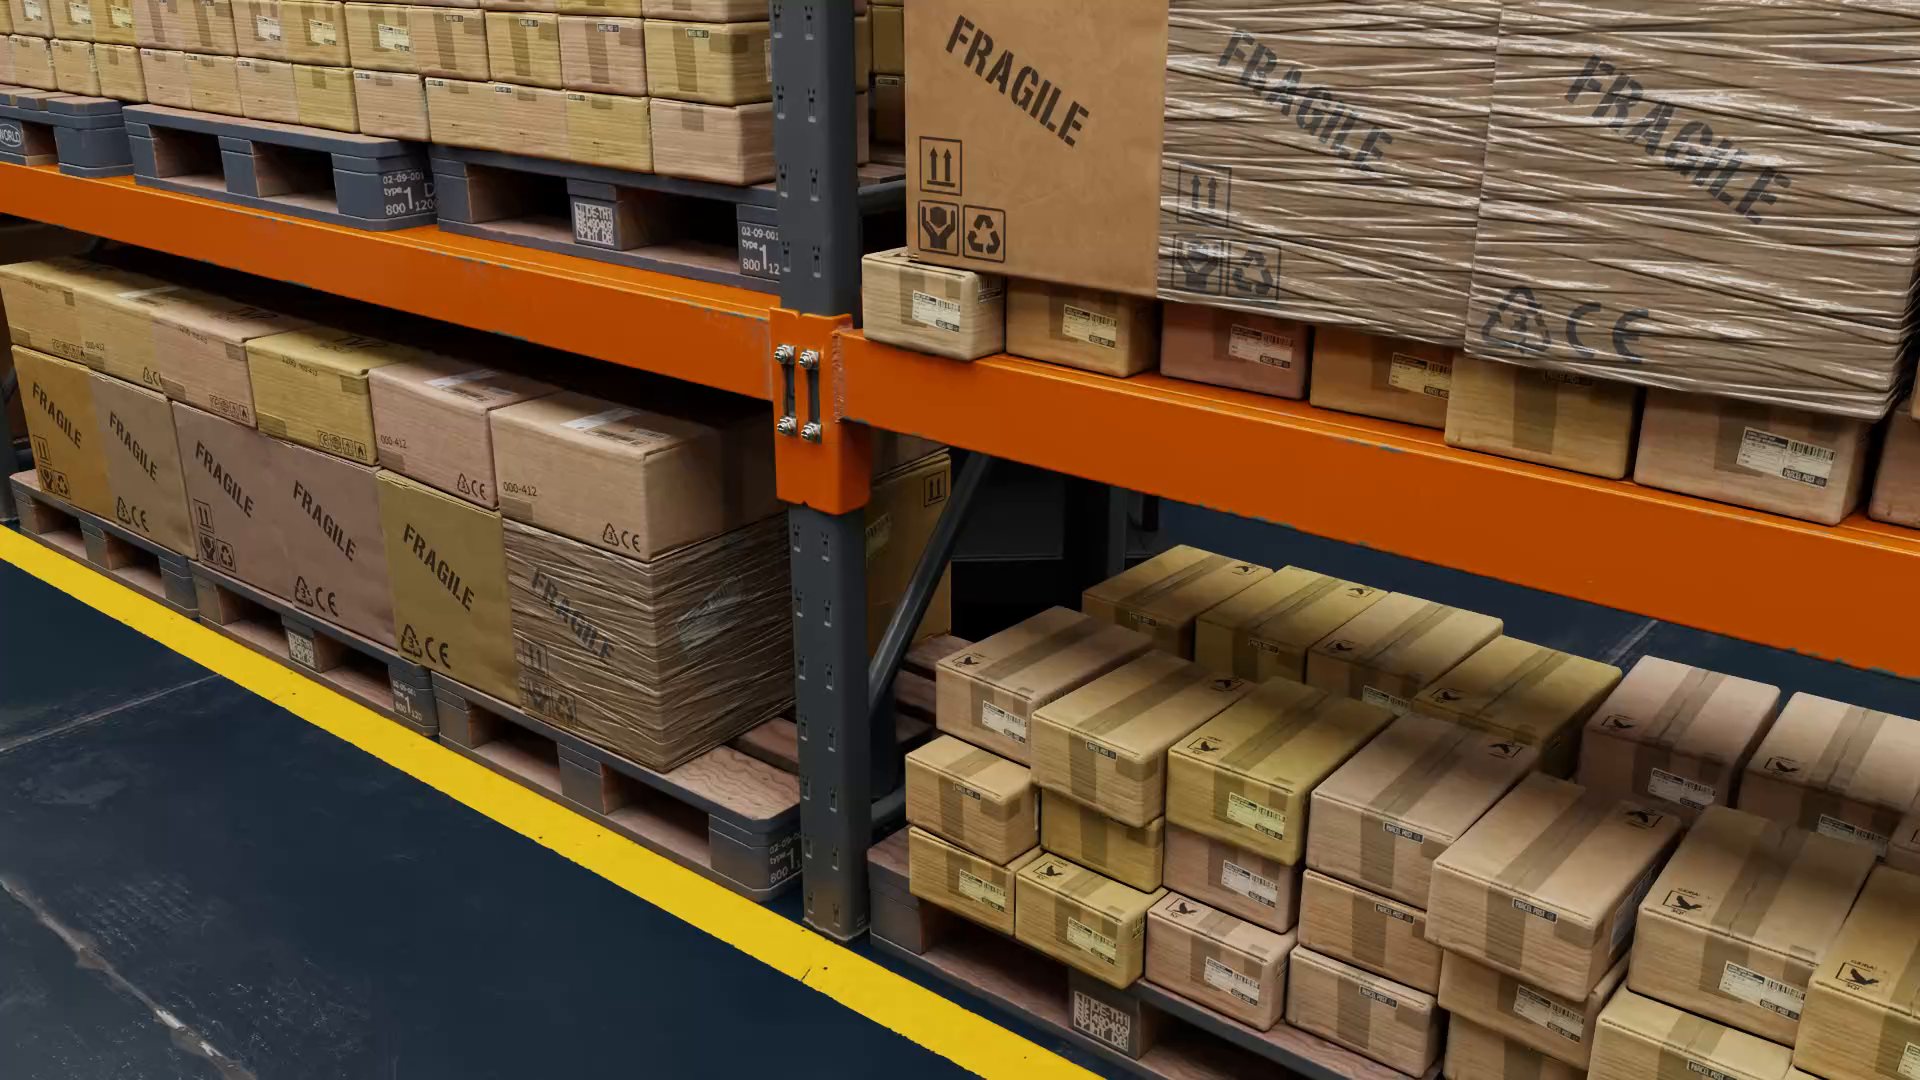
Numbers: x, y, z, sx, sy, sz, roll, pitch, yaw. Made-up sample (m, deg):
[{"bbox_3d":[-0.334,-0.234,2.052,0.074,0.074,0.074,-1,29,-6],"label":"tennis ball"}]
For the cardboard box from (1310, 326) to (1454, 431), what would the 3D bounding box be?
[{"bbox_3d":[0.739,-0.297,2.562,0.250,0.149,0.380,15,25,34],"label":"cardboard box"}]

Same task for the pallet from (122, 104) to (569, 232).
[{"bbox_3d":[-1.507,-1.085,4.565,1.213,0.211,1.003,16,26,36],"label":"pallet"}]

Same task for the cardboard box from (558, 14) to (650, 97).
[{"bbox_3d":[-0.605,-1.024,3.471,0.250,0.149,0.380,16,26,37],"label":"cardboard box"}]

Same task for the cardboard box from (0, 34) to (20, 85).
[{"bbox_3d":[-2.847,-1.529,5.232,0.250,0.149,0.380,16,26,36],"label":"cardboard box"}]

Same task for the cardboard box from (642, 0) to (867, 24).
[{"bbox_3d":[-0.402,-1.106,3.267,0.250,0.149,0.380,18,27,39],"label":"cardboard box"}]

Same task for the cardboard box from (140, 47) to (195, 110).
[{"bbox_3d":[-2.012,-1.290,4.599,0.250,0.149,0.380,17,27,38],"label":"cardboard box"}]

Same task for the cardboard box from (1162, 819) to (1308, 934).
[{"bbox_3d":[0.575,0.531,3.033,0.250,0.149,0.380,16,26,36],"label":"cardboard box"}]

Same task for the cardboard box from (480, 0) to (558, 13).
[{"bbox_3d":[-0.809,-1.224,3.580,0.250,0.149,0.380,15,25,35],"label":"cardboard box"}]

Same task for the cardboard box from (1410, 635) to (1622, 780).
[{"bbox_3d":[1.045,0.334,3.133,0.250,0.149,0.380,17,27,38],"label":"cardboard box"}]

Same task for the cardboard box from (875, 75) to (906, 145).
[{"bbox_3d":[0.018,-1.005,3.843,0.250,0.149,0.380,15,25,34],"label":"cardboard box"}]

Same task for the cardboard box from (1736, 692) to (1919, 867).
[{"bbox_3d":[1.530,0.426,2.890,0.250,0.149,0.380,15,25,34],"label":"cardboard box"}]

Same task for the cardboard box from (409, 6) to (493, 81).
[{"bbox_3d":[-1.010,-1.140,3.778,0.250,0.149,0.380,15,25,35],"label":"cardboard box"}]

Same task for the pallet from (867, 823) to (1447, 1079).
[{"bbox_3d":[0.575,0.733,3.426,1.213,0.211,1.003,16,26,36],"label":"pallet"}]

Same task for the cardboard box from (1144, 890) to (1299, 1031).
[{"bbox_3d":[0.543,0.695,3.020,0.250,0.149,0.380,16,26,36],"label":"cardboard box"}]

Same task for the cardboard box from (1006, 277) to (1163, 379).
[{"bbox_3d":[0.292,-0.405,2.846,0.250,0.149,0.380,17,27,38],"label":"cardboard box"}]

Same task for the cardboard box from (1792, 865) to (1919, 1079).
[{"bbox_3d":[1.363,0.636,2.333,0.250,0.149,0.380,16,26,37],"label":"cardboard box"}]

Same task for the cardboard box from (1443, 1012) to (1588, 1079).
[{"bbox_3d":[1.002,0.788,2.772,0.250,0.149,0.380,15,25,34],"label":"cardboard box"}]

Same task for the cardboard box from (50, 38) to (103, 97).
[{"bbox_3d":[-2.430,-1.409,4.913,0.250,0.149,0.380,18,27,39],"label":"cardboard box"}]

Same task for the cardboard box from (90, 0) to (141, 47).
[{"bbox_3d":[-2.203,-1.485,4.695,0.250,0.149,0.380,16,26,37],"label":"cardboard box"}]

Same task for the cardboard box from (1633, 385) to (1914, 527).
[{"bbox_3d":[1.096,-0.162,2.202,0.250,0.149,0.380,17,27,39],"label":"cardboard box"}]

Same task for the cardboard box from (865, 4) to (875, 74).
[{"bbox_3d":[-0.184,-1.201,3.942,0.250,0.149,0.380,15,26,35],"label":"cardboard box"}]

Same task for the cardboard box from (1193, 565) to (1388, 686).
[{"bbox_3d":[0.696,0.201,3.486,0.250,0.149,0.380,16,26,37],"label":"cardboard box"}]

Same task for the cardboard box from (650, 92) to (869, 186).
[{"bbox_3d":[-0.400,-0.826,3.368,0.250,0.149,0.380,15,26,35],"label":"cardboard box"}]

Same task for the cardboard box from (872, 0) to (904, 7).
[{"bbox_3d":[0.018,-1.283,3.738,0.250,0.149,0.380,18,27,39],"label":"cardboard box"}]

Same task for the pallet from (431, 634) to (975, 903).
[{"bbox_3d":[-0.572,0.419,4.257,1.213,0.211,1.003,16,26,36],"label":"pallet"}]

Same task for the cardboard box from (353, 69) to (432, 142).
[{"bbox_3d":[-1.207,-1.056,3.979,0.250,0.149,0.380,15,25,34],"label":"cardboard box"}]

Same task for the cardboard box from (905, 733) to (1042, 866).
[{"bbox_3d":[0.111,0.454,3.236,0.250,0.149,0.380,18,27,39],"label":"cardboard box"}]

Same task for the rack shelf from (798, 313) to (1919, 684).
[{"bbox_3d":[1.582,0.071,2.250,4.000,0.370,1.077,16,26,36],"label":"rack shelf"}]

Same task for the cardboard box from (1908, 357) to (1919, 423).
[{"bbox_3d":[1.446,-0.377,1.853,0.500,0.500,0.500,18,27,39],"label":"cardboard box"}]

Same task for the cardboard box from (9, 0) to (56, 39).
[{"bbox_3d":[-2.607,-1.600,5.000,0.250,0.149,0.380,18,27,39],"label":"cardboard box"}]

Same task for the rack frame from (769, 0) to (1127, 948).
[{"bbox_3d":[0.033,-0.712,3.306,0.127,3.000,1.000,16,26,36],"label":"rack frame"}]

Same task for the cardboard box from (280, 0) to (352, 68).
[{"bbox_3d":[-1.424,-1.258,4.093,0.250,0.149,0.380,16,26,37],"label":"cardboard box"}]

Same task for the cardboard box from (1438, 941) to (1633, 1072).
[{"bbox_3d":[0.981,0.660,2.692,0.250,0.149,0.380,18,27,39],"label":"cardboard box"}]

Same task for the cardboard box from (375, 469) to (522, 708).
[{"bbox_3d":[-1.097,0.050,4.232,0.500,0.500,0.500,15,26,35],"label":"cardboard box"}]

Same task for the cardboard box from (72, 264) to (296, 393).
[{"bbox_3d":[-2.292,-0.649,5.024,0.500,0.250,0.500,16,26,36],"label":"cardboard box"}]

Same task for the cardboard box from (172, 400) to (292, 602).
[{"bbox_3d":[-1.887,-0.180,4.841,0.500,0.500,0.500,15,26,35],"label":"cardboard box"}]

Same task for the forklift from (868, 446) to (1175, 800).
[{"bbox_3d":[0.031,-1.149,4.562,1.130,2.935,3.031,-1,21,-3],"label":"forklift"}]

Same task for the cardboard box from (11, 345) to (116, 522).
[{"bbox_3d":[-2.680,-0.404,5.436,0.500,0.500,0.500,15,25,34],"label":"cardboard box"}]

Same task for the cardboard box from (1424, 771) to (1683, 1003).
[{"bbox_3d":[0.933,0.532,2.608,0.250,0.149,0.380,17,26,37],"label":"cardboard box"}]

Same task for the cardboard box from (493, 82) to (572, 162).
[{"bbox_3d":[-0.794,-0.940,3.670,0.250,0.149,0.380,16,26,36],"label":"cardboard box"}]

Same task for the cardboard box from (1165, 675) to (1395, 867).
[{"bbox_3d":[0.571,0.401,2.956,0.250,0.149,0.380,16,26,36],"label":"cardboard box"}]

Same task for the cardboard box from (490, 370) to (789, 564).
[{"bbox_3d":[-0.704,-0.187,3.798,0.500,0.250,0.500,15,25,35],"label":"cardboard box"}]

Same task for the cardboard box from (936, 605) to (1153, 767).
[{"bbox_3d":[0.168,0.280,3.276,0.250,0.149,0.380,17,27,38],"label":"cardboard box"}]

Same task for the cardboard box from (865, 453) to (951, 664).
[{"bbox_3d":[-0.372,0.023,4.302,0.500,0.500,0.500,17,27,38],"label":"cardboard box"}]

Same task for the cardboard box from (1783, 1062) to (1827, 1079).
[{"bbox_3d":[1.311,0.795,2.332,0.250,0.149,0.380,16,26,37],"label":"cardboard box"}]

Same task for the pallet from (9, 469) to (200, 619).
[{"bbox_3d":[-2.462,-0.125,5.701,1.213,0.211,1.003,16,26,36],"label":"pallet"}]

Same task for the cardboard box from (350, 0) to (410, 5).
[{"bbox_3d":[-1.201,-1.338,3.883,0.250,0.149,0.380,15,25,35],"label":"cardboard box"}]

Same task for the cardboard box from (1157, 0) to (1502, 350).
[{"bbox_3d":[0.645,-0.610,2.473,0.500,0.500,0.500,16,26,36],"label":"cardboard box"}]

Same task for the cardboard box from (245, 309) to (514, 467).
[{"bbox_3d":[-1.513,-0.420,4.414,0.500,0.250,0.500,15,25,34],"label":"cardboard box"}]

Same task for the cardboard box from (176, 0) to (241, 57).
[{"bbox_3d":[-1.820,-1.373,4.398,0.250,0.149,0.380,16,26,36],"label":"cardboard box"}]

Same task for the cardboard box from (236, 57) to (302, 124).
[{"bbox_3d":[-1.618,-1.175,4.294,0.250,0.149,0.380,15,25,35],"label":"cardboard box"}]

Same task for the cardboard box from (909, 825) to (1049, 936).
[{"bbox_3d":[0.112,0.594,3.287,0.250,0.149,0.380,15,25,34],"label":"cardboard box"}]
